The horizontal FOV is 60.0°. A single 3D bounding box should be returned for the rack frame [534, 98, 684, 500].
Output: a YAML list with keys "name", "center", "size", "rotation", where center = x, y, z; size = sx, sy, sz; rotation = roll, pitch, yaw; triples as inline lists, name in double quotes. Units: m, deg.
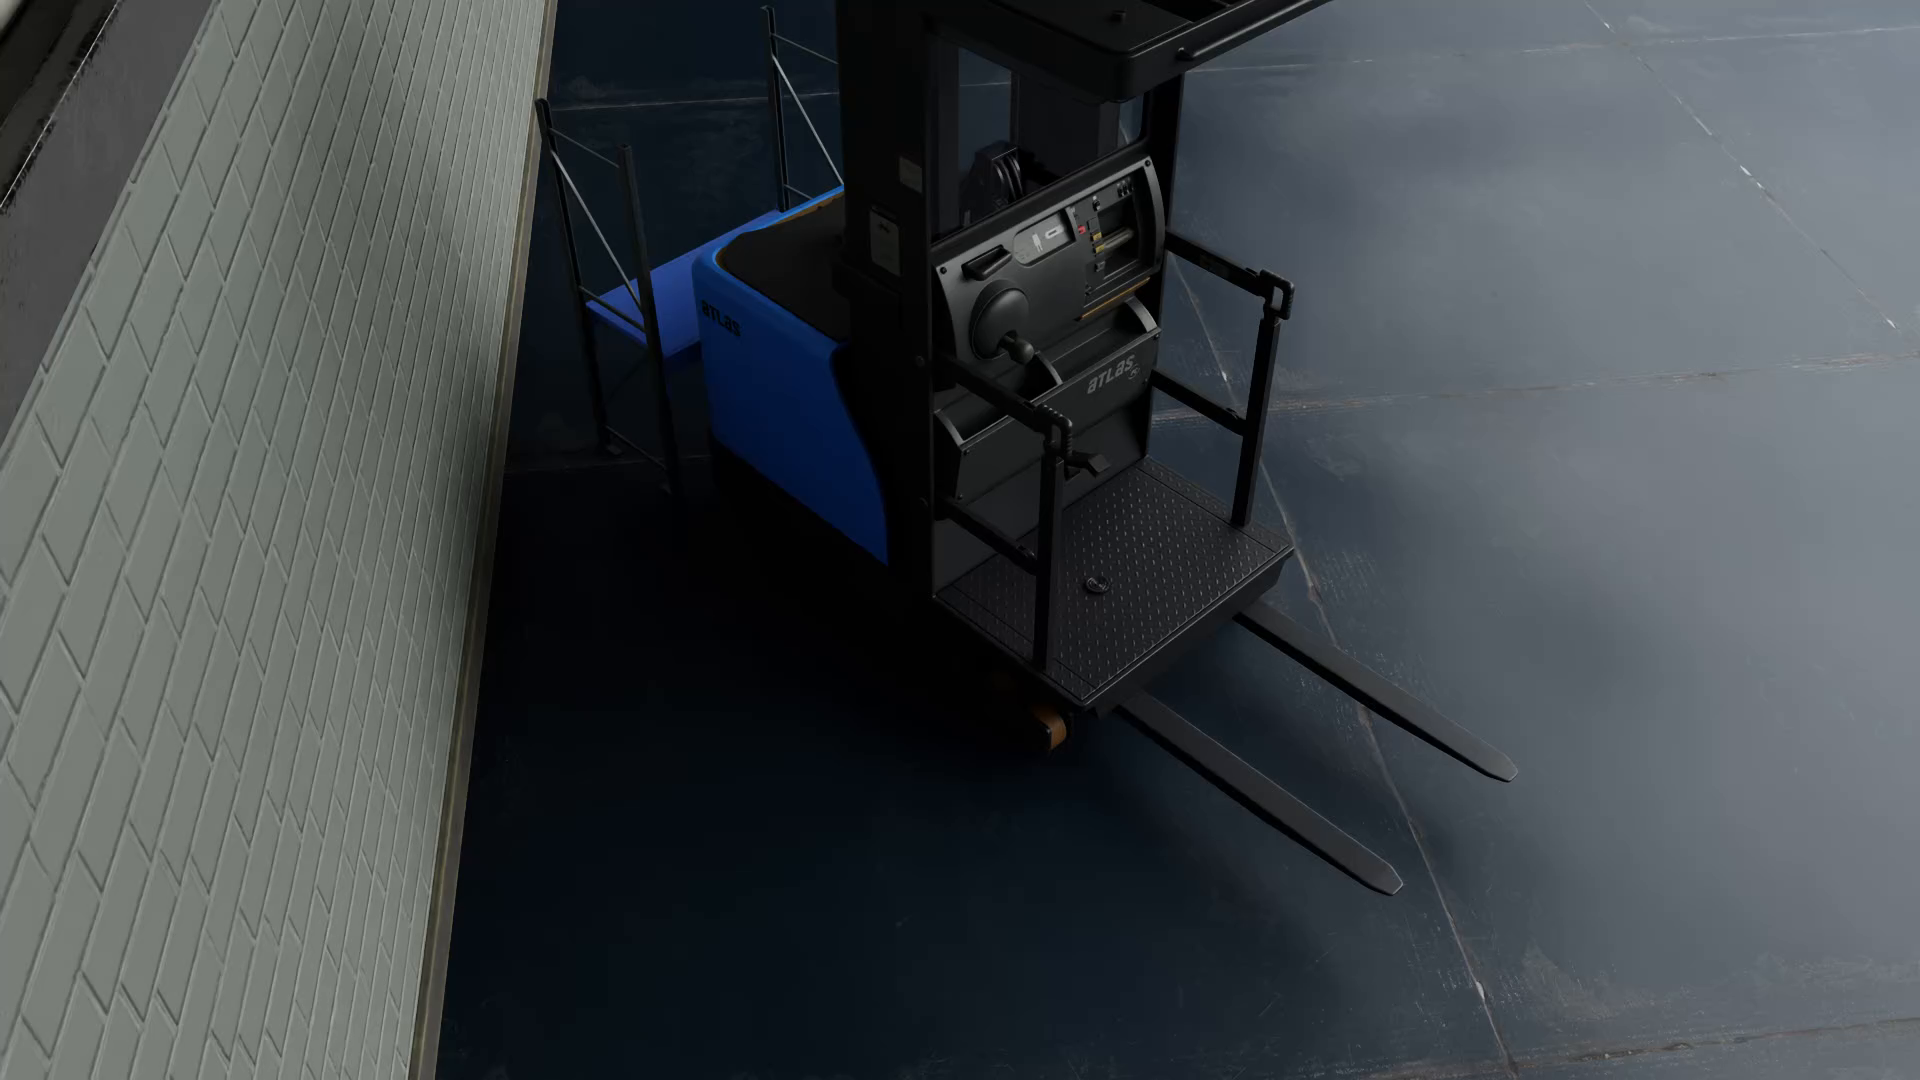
- name: "rack frame"
  center: [-1.260, -0.833, 6.051]
  size: [0.500, 1.500, 0.032]
  rotation: [33, 51, 31]

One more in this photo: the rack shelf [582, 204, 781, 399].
- name: "rack shelf"
  center: [-0.906, -0.944, 6.443]
  size: [0.538, 0.185, 1.000]
  rotation: [33, 51, 31]

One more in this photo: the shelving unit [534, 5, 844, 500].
- name: "shelving unit"
  center: [-0.907, -1.078, 6.323]
  size: [0.538, 1.500, 1.048]
  rotation: [33, 51, 31]

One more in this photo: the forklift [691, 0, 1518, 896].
- name: "forklift"
  center: [0.435, -0.785, 4.932]
  size: [1.130, 2.935, 3.031]
  rotation: [-33, 51, -31]

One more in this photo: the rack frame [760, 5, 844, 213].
- name: "rack frame"
  center: [-0.553, -1.323, 6.594]
  size: [0.500, 1.500, 0.032]
  rotation: [33, 51, 31]
